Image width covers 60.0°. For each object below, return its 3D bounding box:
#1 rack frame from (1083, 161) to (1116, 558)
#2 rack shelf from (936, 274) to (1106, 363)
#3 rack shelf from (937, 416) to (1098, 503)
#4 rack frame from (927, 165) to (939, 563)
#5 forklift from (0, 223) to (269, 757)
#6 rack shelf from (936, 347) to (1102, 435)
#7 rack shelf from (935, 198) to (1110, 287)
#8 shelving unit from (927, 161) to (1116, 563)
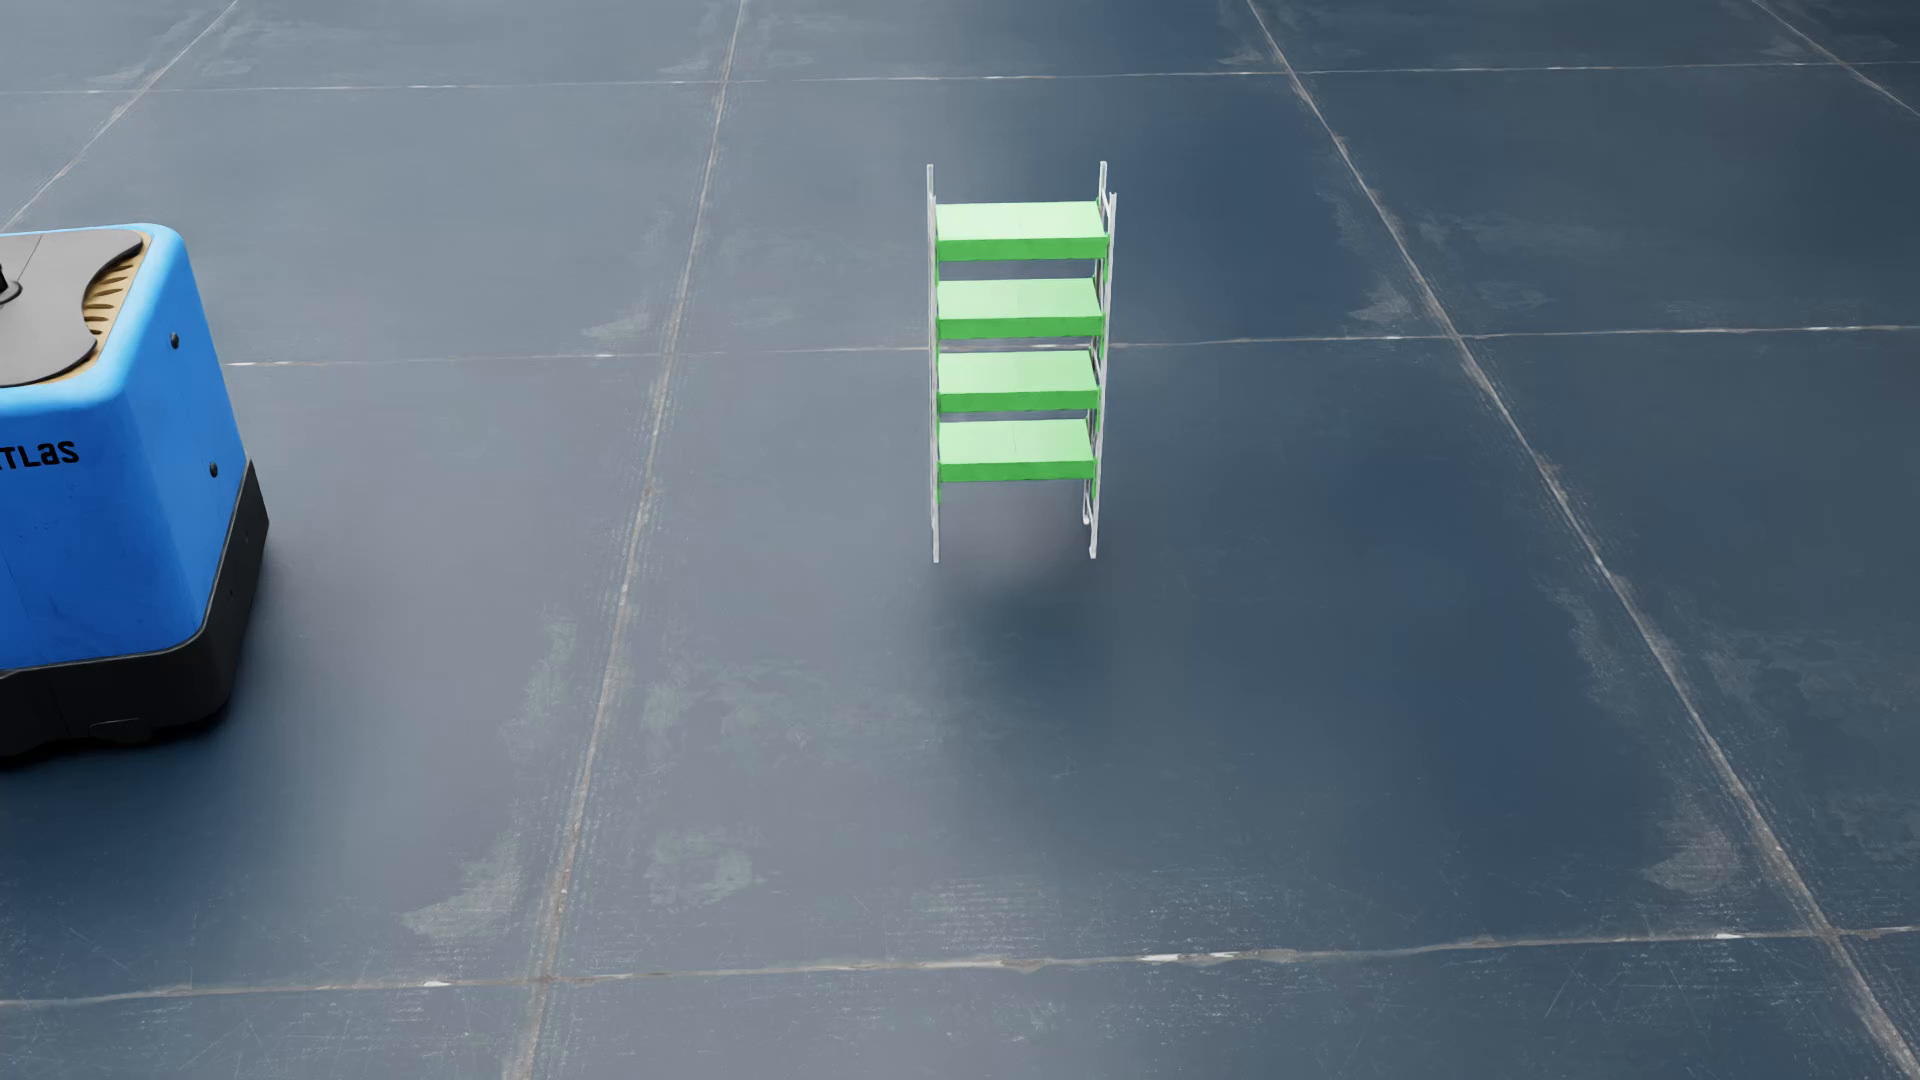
[{"bbox_3d":[0.409,-0.504,4.924,0.015,1.200,0.240,-2,35,-2],"label":"rack frame"},{"bbox_3d":[0.165,-0.643,4.815,0.480,0.148,0.258,-2,35,-2],"label":"rack shelf"},{"bbox_3d":[0.165,-0.248,5.088,0.480,0.148,0.258,-2,35,-2],"label":"rack shelf"},{"bbox_3d":[-0.078,-0.491,4.905,0.015,1.200,0.240,-2,35,-2],"label":"rack frame"},{"bbox_3d":[-3.554,-0.784,3.807,3.031,2.935,1.130,-7,35,-10],"label":"forklift"},{"bbox_3d":[0.165,-0.445,4.951,0.480,0.148,0.258,-2,35,-2],"label":"rack shelf"},{"bbox_3d":[0.165,-0.840,4.678,0.480,0.148,0.258,-2,35,-2],"label":"rack shelf"},{"bbox_3d":[0.165,-0.498,4.915,0.503,1.200,0.258,-2,35,-2],"label":"shelving unit"}]
